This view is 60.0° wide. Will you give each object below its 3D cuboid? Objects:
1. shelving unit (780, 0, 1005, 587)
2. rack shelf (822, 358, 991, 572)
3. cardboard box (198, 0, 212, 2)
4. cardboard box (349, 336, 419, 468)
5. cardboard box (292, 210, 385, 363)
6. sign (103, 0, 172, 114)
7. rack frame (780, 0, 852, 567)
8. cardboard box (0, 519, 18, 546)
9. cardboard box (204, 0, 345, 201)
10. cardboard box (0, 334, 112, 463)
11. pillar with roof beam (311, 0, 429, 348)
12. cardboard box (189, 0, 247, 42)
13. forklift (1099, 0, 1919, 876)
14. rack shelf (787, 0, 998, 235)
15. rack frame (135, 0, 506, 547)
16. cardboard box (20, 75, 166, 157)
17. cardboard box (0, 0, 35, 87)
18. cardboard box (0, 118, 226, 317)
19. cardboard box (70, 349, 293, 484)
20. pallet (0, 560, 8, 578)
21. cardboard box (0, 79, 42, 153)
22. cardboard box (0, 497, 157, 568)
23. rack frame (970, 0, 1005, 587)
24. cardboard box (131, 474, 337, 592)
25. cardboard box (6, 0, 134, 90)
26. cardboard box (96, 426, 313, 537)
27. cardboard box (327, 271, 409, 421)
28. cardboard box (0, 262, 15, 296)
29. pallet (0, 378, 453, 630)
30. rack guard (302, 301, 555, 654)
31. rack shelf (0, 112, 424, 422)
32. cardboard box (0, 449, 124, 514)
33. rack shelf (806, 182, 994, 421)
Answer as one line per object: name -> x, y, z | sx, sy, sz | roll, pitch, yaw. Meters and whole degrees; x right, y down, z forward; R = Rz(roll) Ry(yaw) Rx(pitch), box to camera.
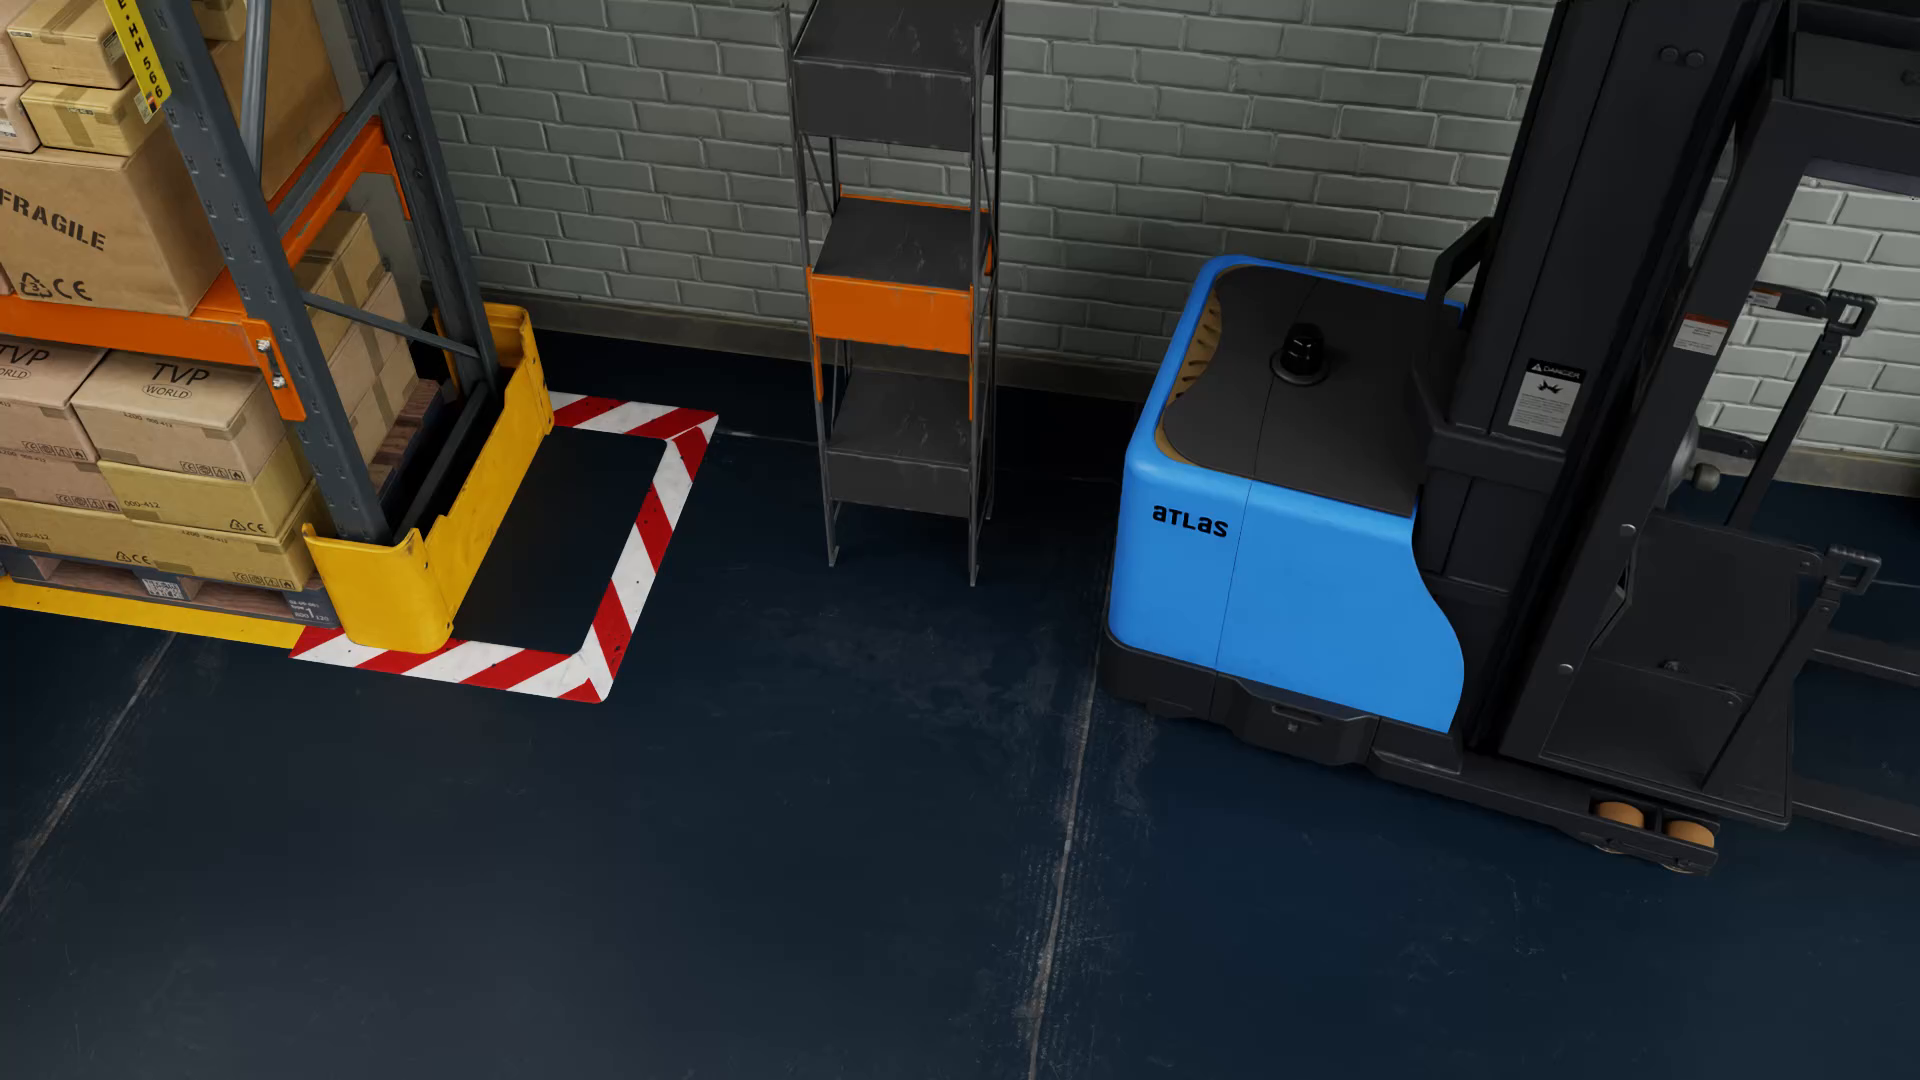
shelving unit -> -0.163, -0.724, 4.989 | 0.503, 2.100, 0.431 | 8, 49, 7
rack shelf -> -0.163, -0.247, 5.519 | 0.480, 0.518, 0.431 | 8, 49, 7
cardboard box -> -2.076, -1.627, 4.492 | 0.250, 0.149, 0.380 | 7, 48, 6
cardboard box -> -2.232, -0.506, 5.755 | 0.500, 0.250, 0.500 | 8, 49, 7
cardboard box -> -2.223, -0.835, 5.377 | 0.500, 0.250, 0.500 | 7, 48, 6
sign -> -1.894, -1.148, 3.827 | 0.005, 0.325, 0.100 | 8, 49, 7
rack frame -> -0.403, -0.756, 5.018 | 0.015, 2.100, 0.400 | 8, 49, 7
cardboard box -> -3.281, -0.275, 5.546 | 0.500, 0.250, 0.500 | 8, 49, 7
cardboard box -> -2.222, -1.379, 4.905 | 0.500, 0.500, 0.500 | 9, 49, 8
cardboard box -> -2.796, -0.528, 5.102 | 0.500, 0.250, 0.500 | 8, 49, 8
pillar with roof beam -> -3.074, -0.683, 0.314 | 0.400, 9.000, 9.100 | 8, 49, 7
cardboard box -> -2.071, -1.562, 4.634 | 0.250, 0.149, 0.380 | 7, 48, 6
forklift -> 2.013, -0.454, 4.187 | 3.031, 2.935, 1.130 | 15, 50, 13
rack shelf -> -0.163, -1.182, 4.478 | 0.480, 0.518, 0.431 | 8, 49, 7
rack frame -> -1.784, -1.077, 4.701 | 0.127, 3.000, 1.000 | 8, 49, 7
cardboard box -> -2.175, -1.168, 4.279 | 0.250, 0.149, 0.380 | 8, 49, 7
cardboard box -> -2.422, -1.330, 4.225 | 0.250, 0.149, 0.380 | 8, 49, 7
cardboard box -> -2.315, -0.983, 4.550 | 0.500, 0.500, 0.500 | 7, 48, 6
cardboard box -> -2.292, -0.465, 5.045 | 0.500, 0.250, 0.500 | 9, 49, 8
pallet -> -3.741, -0.379, 5.948 | 1.213, 0.211, 1.003 | 8, 49, 7
cardboard box -> -2.431, -1.180, 4.290 | 0.250, 0.149, 0.380 | 8, 49, 7
cardboard box -> -2.790, -0.202, 5.481 | 0.500, 0.250, 0.500 | 8, 49, 7
rack frame -> 0.077, -0.691, 4.960 | 0.015, 2.100, 0.400 | 8, 49, 7
cardboard box -> -2.302, -0.129, 5.416 | 0.500, 0.250, 0.500 | 8, 49, 7
cardboard box -> -2.174, -1.320, 4.216 | 0.250, 0.149, 0.380 | 8, 49, 7
cardboard box -> -2.318, -0.301, 5.234 | 0.500, 0.250, 0.500 | 7, 48, 6
cardboard box -> -2.209, -0.680, 5.574 | 0.500, 0.250, 0.500 | 8, 49, 8
cardboard box -> -2.823, -1.059, 4.617 | 0.500, 0.500, 0.500 | 9, 49, 8
pallet -> -2.544, -0.215, 5.802 | 1.213, 0.211, 1.003 | 8, 49, 7
rack guard -> -1.760, -0.238, 5.628 | 0.348, 0.500, 1.175 | 8, 49, 7
rack shelf -> -3.752, -1.101, 5.206 | 4.000, 0.370, 1.077 | 8, 49, 7
cardboard box -> -2.810, -0.375, 5.301 | 0.500, 0.250, 0.500 | 7, 48, 6
rack shelf -> -0.163, -0.715, 4.999 | 0.480, 0.518, 0.431 | 8, 49, 7
